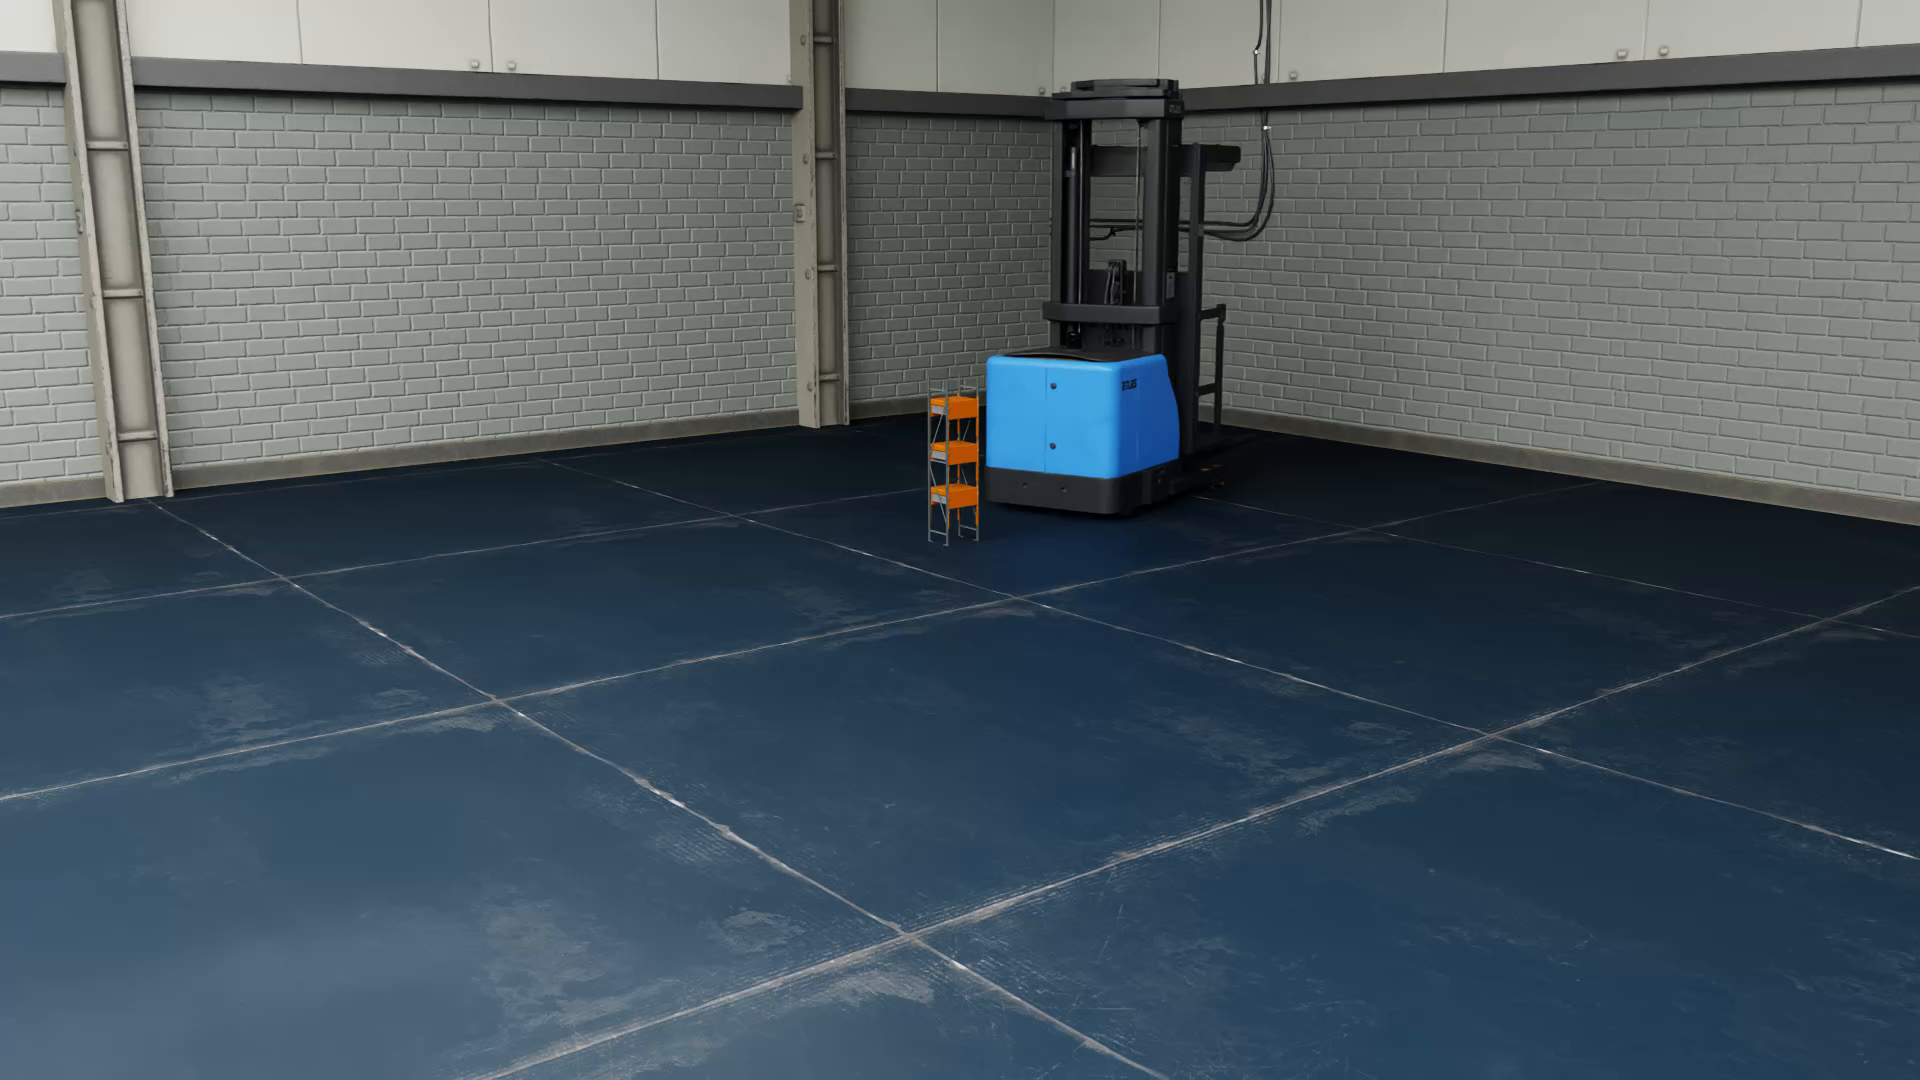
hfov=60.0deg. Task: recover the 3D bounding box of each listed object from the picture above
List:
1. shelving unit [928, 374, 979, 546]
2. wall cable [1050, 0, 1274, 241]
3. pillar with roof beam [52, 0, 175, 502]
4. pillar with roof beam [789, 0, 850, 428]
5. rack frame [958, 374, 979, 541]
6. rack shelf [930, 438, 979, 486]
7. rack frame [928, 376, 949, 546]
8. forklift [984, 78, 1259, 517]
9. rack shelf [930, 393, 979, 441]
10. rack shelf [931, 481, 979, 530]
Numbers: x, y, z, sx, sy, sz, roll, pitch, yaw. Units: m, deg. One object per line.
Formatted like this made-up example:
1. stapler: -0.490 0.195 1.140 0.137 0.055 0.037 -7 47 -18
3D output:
1. shelving unit: -0.042 -0.507 10.487 0.252 1.050 0.215 -9 15 -38
2. wall cable: 1.833 -4.148 15.972 0.112 2.526 3.097 -9 15 -38
3. pillar with roof beam: -3.290 -4.022 7.905 0.400 9.000 9.100 -9 15 -38
4. pillar with roof beam: 1.396 -4.800 11.571 0.400 9.000 9.100 -9 15 -38
5. rack frame: 0.053 -0.522 10.562 0.008 1.050 0.200 -9 15 -38
6. rack shelf: -0.042 -0.496 10.489 0.240 0.259 0.215 -9 15 -38
7. rack frame: -0.137 -0.491 10.412 0.008 1.050 0.200 -9 15 -38
8. forklift: 1.369 -1.851 12.289 1.130 2.935 3.031 7 14 31
9. rack shelf: -0.042 -0.774 10.430 0.240 0.259 0.215 -9 15 -38
10. rack shelf: -0.042 -0.224 10.547 0.240 0.259 0.215 -9 15 -38
